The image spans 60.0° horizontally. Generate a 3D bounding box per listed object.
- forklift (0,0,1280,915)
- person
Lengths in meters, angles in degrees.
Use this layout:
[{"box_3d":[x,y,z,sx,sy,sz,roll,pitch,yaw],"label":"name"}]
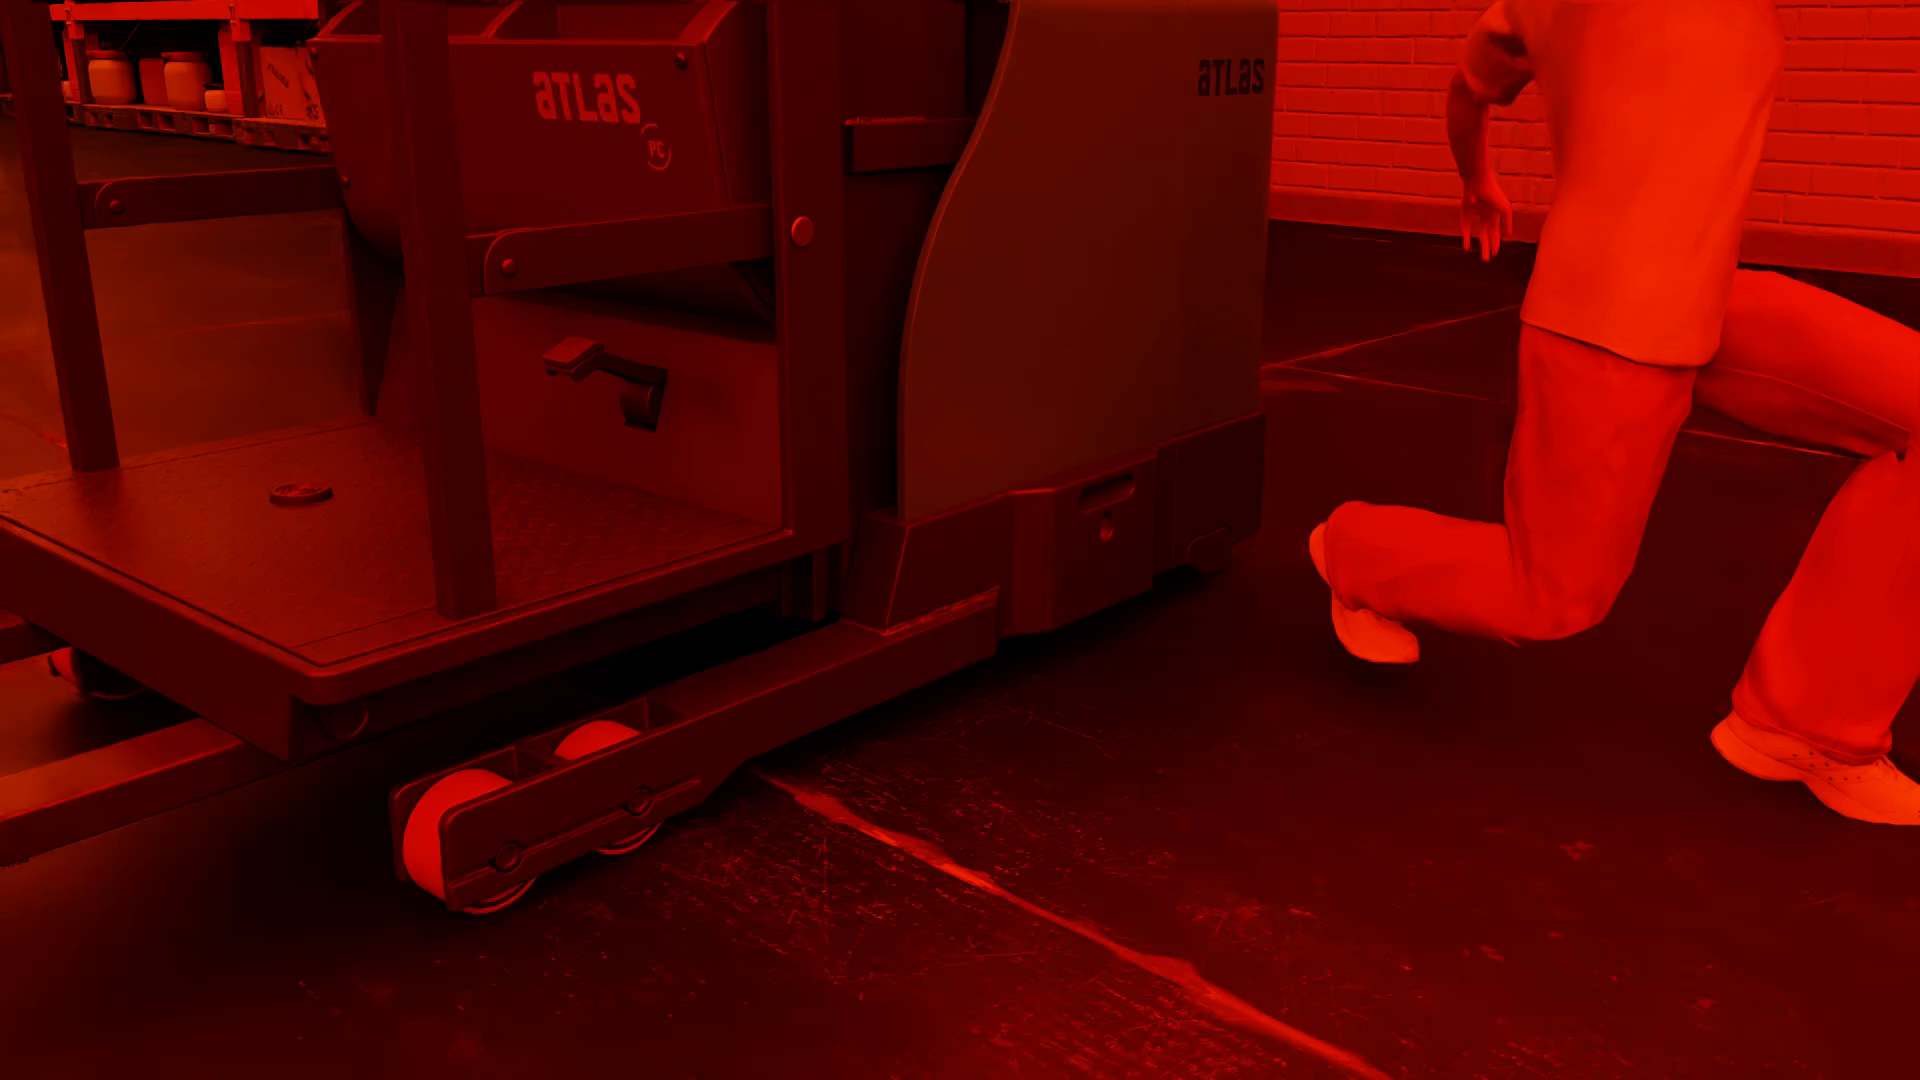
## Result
[{"box_3d":[-0.762,-1.127,2.075,1.130,2.935,3.031,14,22,39],"label":"forklift"},{"box_3d":[0.987,-0.401,2.371,0.959,1.415,0.723,11,20,31],"label":"person"}]
